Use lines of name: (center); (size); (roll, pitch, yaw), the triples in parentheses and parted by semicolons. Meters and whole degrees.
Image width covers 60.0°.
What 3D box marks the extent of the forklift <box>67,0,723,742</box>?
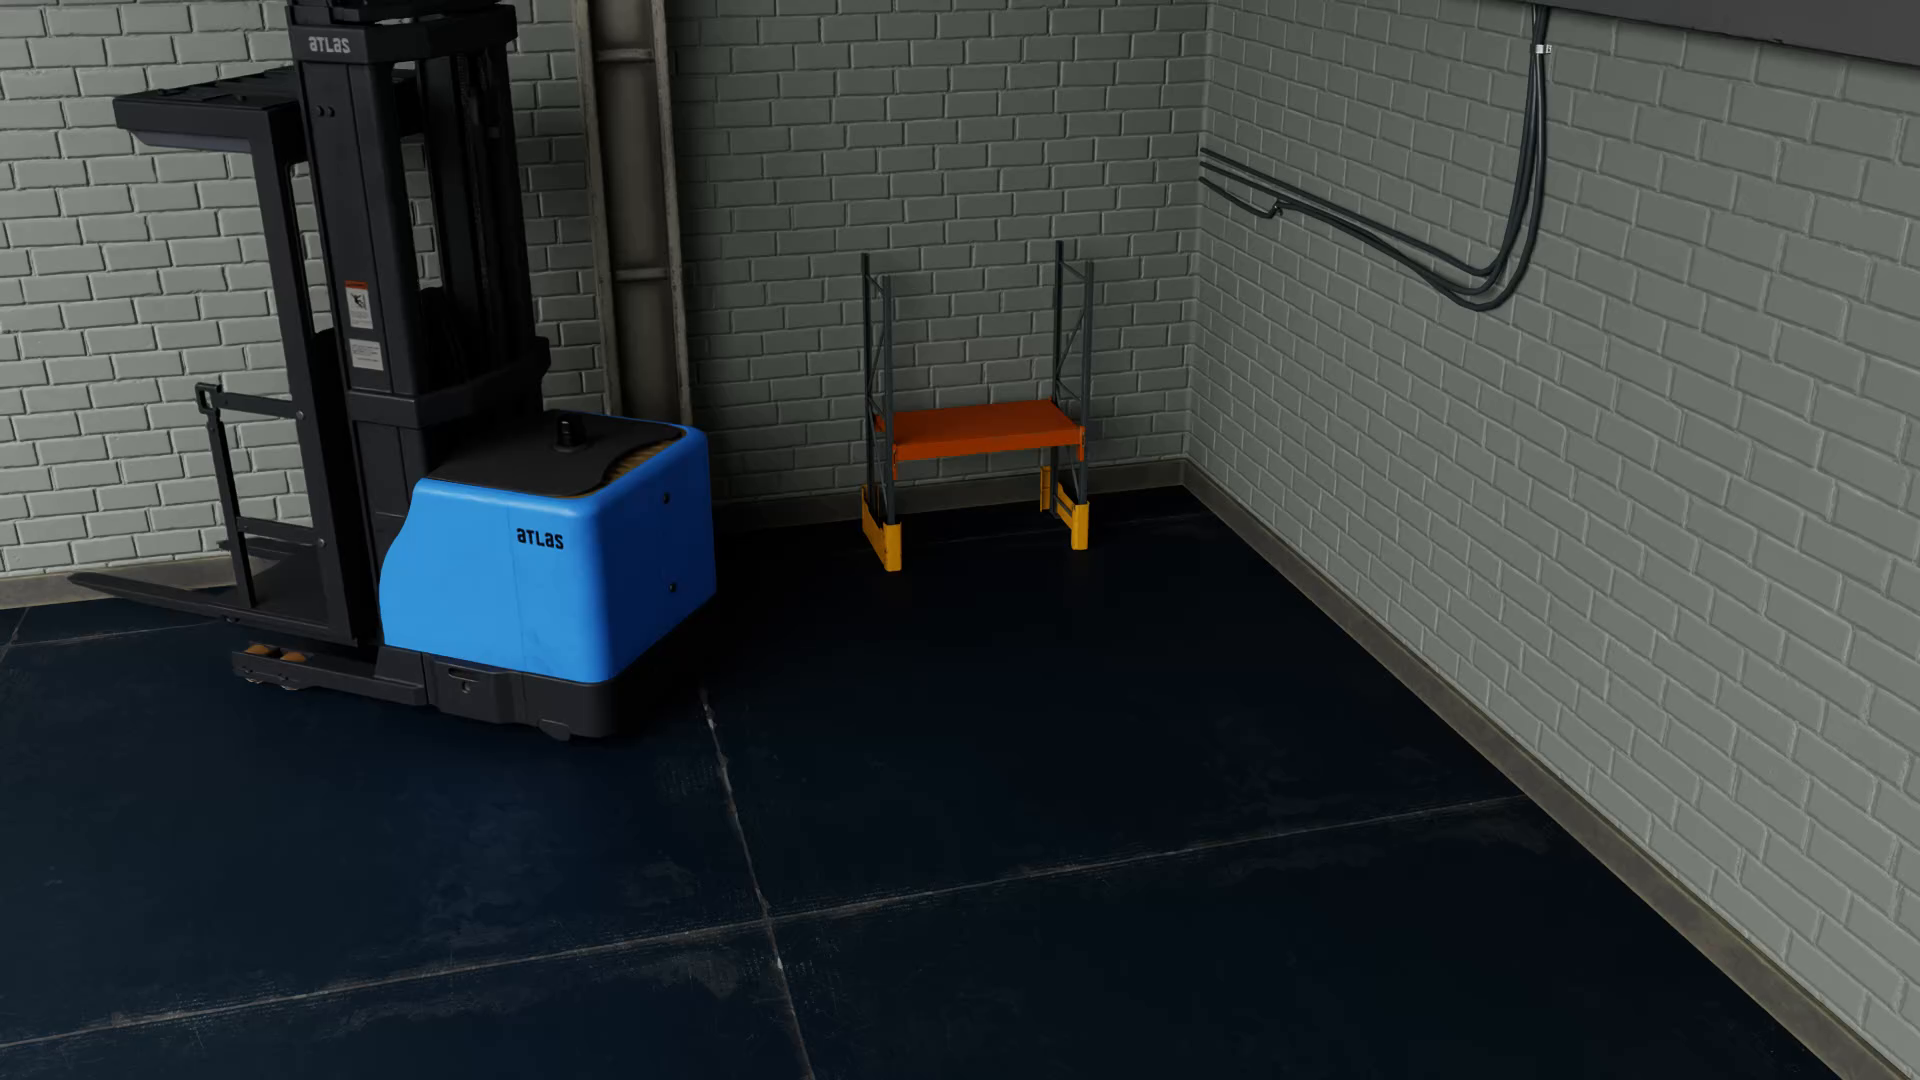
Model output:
forklift: (-2.642, -0.875, 7.073); (3.031, 2.935, 1.130); (8, 25, 19)

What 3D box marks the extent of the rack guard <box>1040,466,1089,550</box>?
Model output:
rack guard: (0.553, -0.176, 8.843); (0.087, 0.250, 0.587); (-6, 24, -14)

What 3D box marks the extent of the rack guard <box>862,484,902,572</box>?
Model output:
rack guard: (-0.406, -0.070, 8.596); (0.087, 0.250, 0.587); (-6, 24, -14)

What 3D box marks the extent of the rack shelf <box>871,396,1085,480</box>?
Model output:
rack shelf: (0.082, -0.533, 8.546); (1.000, 0.185, 0.538); (-6, 24, -14)

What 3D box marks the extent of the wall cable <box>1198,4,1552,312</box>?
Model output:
wall cable: (1.634, -2.475, 7.043); (0.112, 2.526, 3.097); (-6, 24, -14)

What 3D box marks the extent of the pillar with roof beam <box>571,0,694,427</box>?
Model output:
pillar with roof beam: (-0.397, -2.455, 3.060); (0.400, 9.000, 9.100); (-6, 24, -14)

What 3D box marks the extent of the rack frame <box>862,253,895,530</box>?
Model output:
rack frame: (-0.407, -0.644, 8.349); (0.032, 1.500, 0.500); (-6, 24, -14)

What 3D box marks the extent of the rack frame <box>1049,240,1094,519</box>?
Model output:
rack frame: (0.572, -0.752, 8.602); (0.032, 1.500, 0.500); (-6, 24, -14)

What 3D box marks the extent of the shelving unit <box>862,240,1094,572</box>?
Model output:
shelving unit: (0.073, -0.697, 8.473); (1.083, 1.500, 0.587); (-6, 24, -14)
